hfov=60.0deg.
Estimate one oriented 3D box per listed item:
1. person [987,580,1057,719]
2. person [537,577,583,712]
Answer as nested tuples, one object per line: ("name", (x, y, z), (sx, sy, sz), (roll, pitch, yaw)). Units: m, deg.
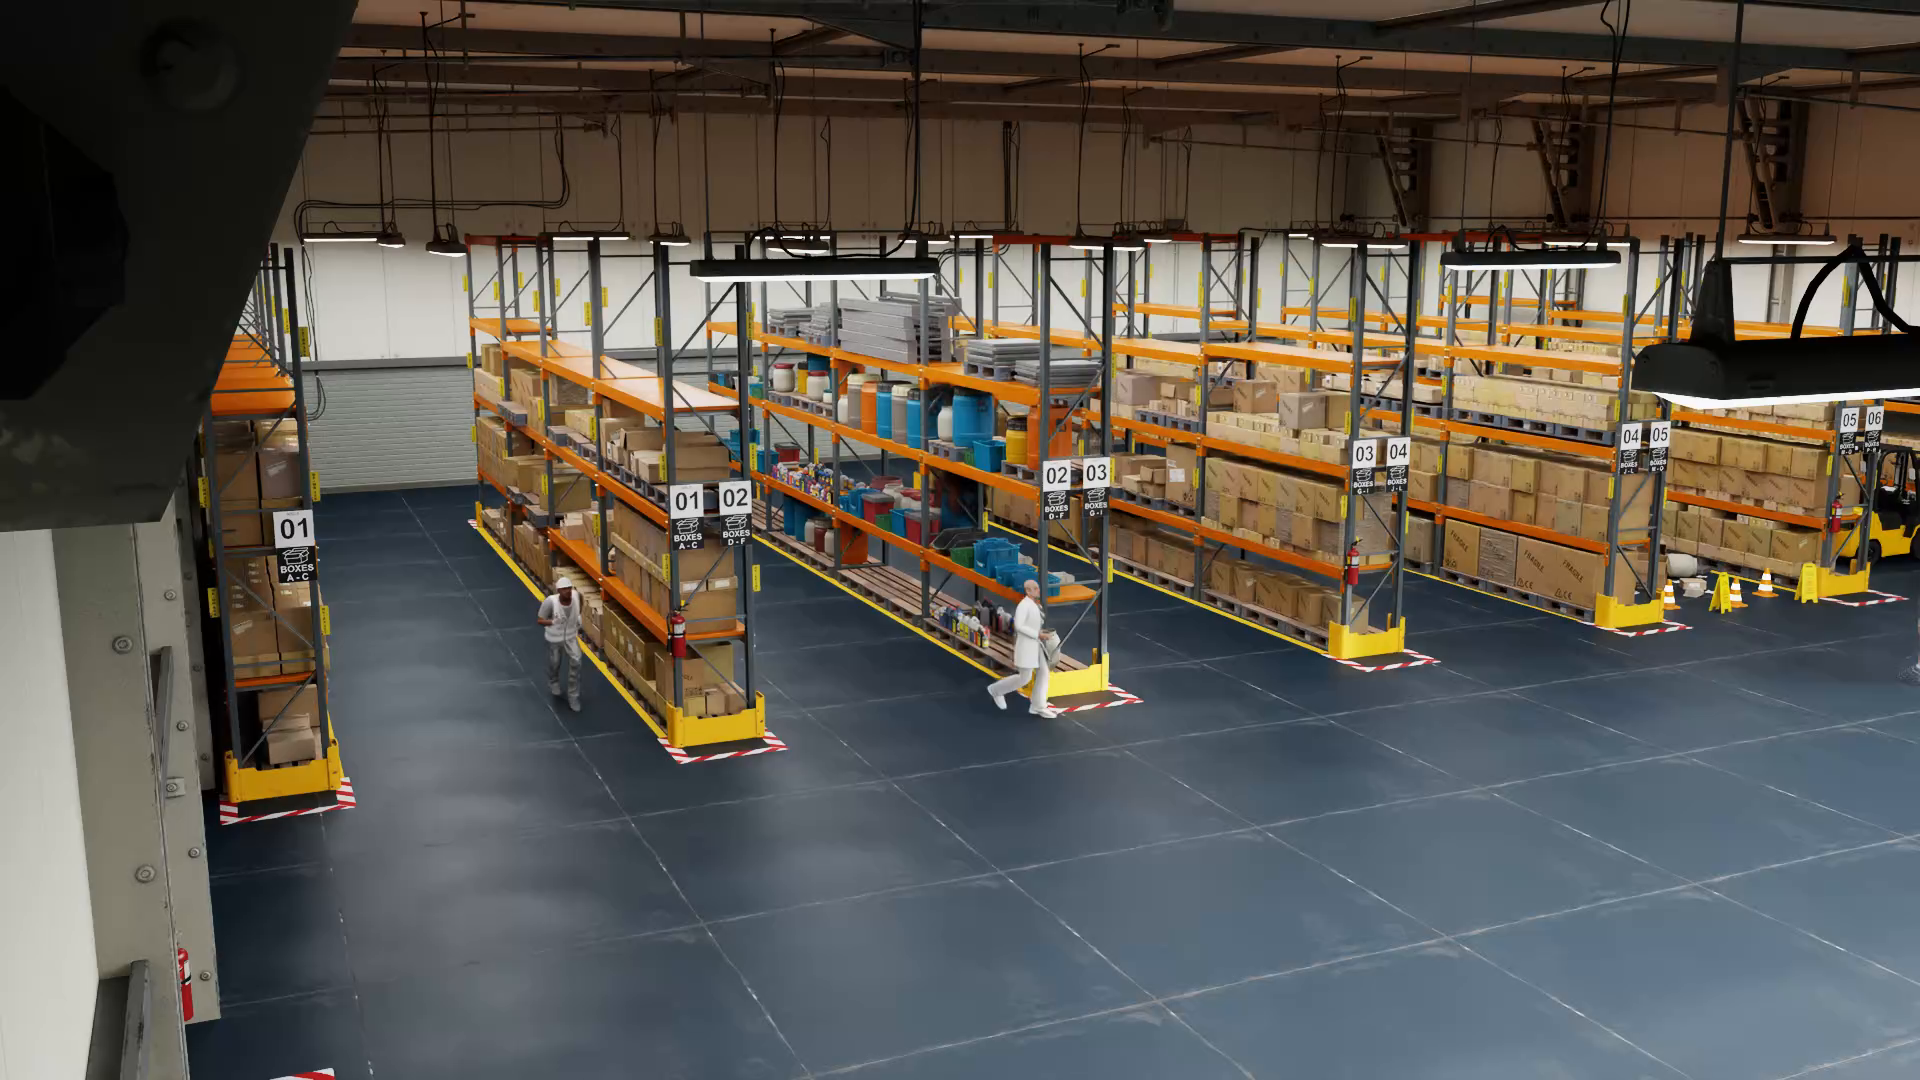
("person", (0.838, 1.382, 21.421), (0.924, 1.773, 0.730), (4, 12, 21))
("person", (-5.234, 1.318, 21.783), (0.655, 1.786, 0.975), (-6, 12, -26))
